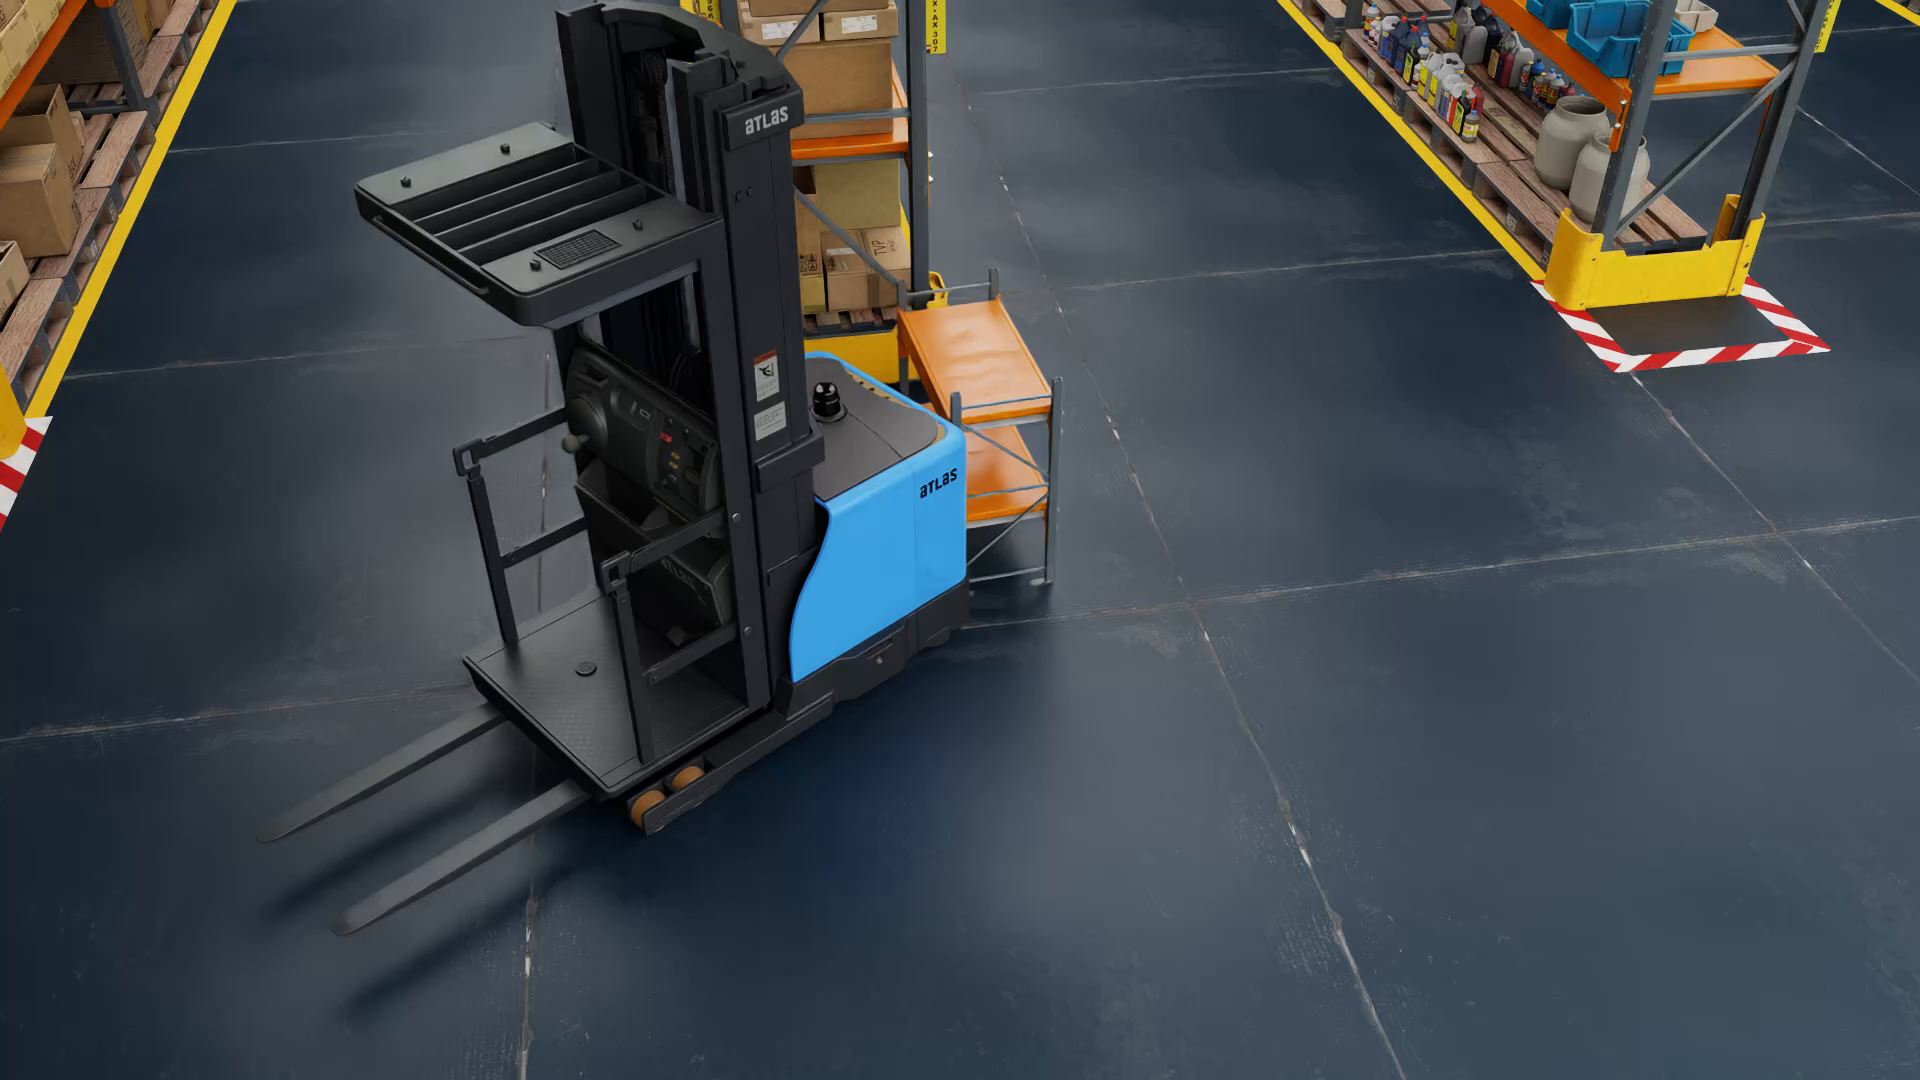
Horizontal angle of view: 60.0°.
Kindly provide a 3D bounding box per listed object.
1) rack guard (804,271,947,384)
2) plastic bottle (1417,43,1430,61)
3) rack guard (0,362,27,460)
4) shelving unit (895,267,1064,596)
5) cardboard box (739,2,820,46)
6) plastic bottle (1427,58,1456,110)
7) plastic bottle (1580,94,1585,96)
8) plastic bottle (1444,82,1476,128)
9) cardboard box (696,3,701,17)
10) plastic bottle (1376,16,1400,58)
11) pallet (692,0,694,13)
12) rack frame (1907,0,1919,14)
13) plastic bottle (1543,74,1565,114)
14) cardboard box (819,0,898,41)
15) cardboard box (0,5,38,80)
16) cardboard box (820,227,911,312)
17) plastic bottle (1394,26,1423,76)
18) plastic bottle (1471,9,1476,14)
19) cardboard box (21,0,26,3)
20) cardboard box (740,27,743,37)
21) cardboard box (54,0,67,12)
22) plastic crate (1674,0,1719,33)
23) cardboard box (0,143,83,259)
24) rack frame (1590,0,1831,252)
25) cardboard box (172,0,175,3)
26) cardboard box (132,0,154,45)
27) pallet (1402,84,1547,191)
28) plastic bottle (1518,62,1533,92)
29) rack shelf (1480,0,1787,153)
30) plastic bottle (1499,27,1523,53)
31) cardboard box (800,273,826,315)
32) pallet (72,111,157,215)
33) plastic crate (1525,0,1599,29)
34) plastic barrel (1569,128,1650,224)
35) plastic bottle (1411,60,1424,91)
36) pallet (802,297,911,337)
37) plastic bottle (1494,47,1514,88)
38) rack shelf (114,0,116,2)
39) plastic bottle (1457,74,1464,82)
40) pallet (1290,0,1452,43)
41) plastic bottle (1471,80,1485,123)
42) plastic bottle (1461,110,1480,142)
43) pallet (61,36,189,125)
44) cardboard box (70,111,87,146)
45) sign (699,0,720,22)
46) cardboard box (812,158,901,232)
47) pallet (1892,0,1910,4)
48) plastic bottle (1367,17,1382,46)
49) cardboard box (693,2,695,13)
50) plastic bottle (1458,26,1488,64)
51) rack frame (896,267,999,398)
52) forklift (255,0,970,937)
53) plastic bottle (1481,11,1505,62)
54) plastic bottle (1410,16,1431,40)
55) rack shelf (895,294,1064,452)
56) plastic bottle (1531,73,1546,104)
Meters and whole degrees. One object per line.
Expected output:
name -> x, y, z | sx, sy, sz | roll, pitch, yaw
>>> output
rack guard -> -0.665, -1.139, 9.209 | 1.175, 0.500, 0.348 | -6, 38, -8
plastic bottle -> 3.336, -3.453, 12.015 | 0.097, 0.271, 0.097 | 0, 38, 0
rack guard -> -5.559, -0.665, 8.598 | 1.175, 0.500, 0.348 | -6, 38, -8
shelving unit -> 0.073, -0.519, 7.901 | 0.538, 1.125, 1.048 | -9, 39, -12
cardboard box -> -0.924, -2.647, 8.502 | 0.380, 0.149, 0.250 | -7, 38, -9
plastic bottle -> 3.380, -3.200, 11.624 | 0.144, 0.351, 0.185 | -5, 38, -6
plastic bottle -> 4.197, -2.896, 11.299 | 0.097, 0.271, 0.097 | 0, 38, 0
plastic bottle -> 3.438, -2.987, 11.411 | 0.152, 0.276, 0.135 | -6, 38, -8
cardboard box -> -1.502, -3.318, 11.264 | 0.500, 0.500, 0.500 | -6, 38, -8
plastic bottle -> 3.215, -3.754, 12.398 | 0.152, 0.276, 0.135 | -5, 38, -6
pallet -> -1.755, -4.635, 13.944 | 1.003, 0.211, 1.213 | -6, 38, -8
rack frame -> 8.383, -5.620, 12.939 | 1.000, 3.000, 0.127 | -6, 38, -8
plastic bottle -> 4.137, -3.103, 11.565 | 0.097, 0.271, 0.097 | 0, 38, 0
cardboard box -> -0.526, -2.697, 8.566 | 0.380, 0.149, 0.250 | -6, 38, -8
cardboard box -> -5.593, -2.810, 9.427 | 0.500, 0.250, 0.500 | -6, 38, -8
cardboard box -> -0.544, -1.569, 9.623 | 0.500, 0.250, 0.500 | -6, 38, -8
plastic bottle -> 3.273, -3.569, 12.100 | 0.144, 0.351, 0.185 | -8, 39, -10
plastic bottle -> 3.916, -3.934, 12.624 | 0.061, 0.283, 0.133 | -4, 38, -6
cardboard box -> -5.688, -3.408, 9.587 | 0.500, 0.500, 0.500 | -7, 38, -9
cardboard box -> -0.916, -3.081, 9.589 | 0.700, 0.500, 0.500 | -6, 38, -8
cardboard box -> -5.786, -3.415, 10.207 | 0.500, 0.250, 0.500 | -6, 38, -8
plastic crate -> 4.368, -3.143, 9.965 | 0.298, 0.136, 0.250 | -6, 38, -8
cardboard box -> -5.757, -2.013, 9.975 | 0.700, 0.500, 0.500 | -9, 39, -11
rack frame -> 4.208, -2.672, 9.144 | 1.000, 3.000, 0.127 | -6, 38, -8
cardboard box -> -6.679, -4.575, 13.272 | 0.700, 0.500, 0.500 | -6, 38, -8
cardboard box -> -6.532, -3.958, 12.479 | 0.700, 0.500, 0.500 | -7, 38, -9
pallet -> 3.801, -2.838, 11.631 | 1.003, 0.211, 1.213 | -6, 38, -8
plastic bottle -> 4.066, -3.320, 11.901 | 0.097, 0.201, 0.097 | 0, 38, 0
rack shelf -> 3.858, -3.595, 10.919 | 1.077, 0.370, 4.000 | -6, 38, -8
plastic bottle -> 3.994, -3.546, 12.070 | 0.144, 0.351, 0.185 | -6, 38, -8
cardboard box -> -1.054, -1.513, 9.552 | 0.500, 0.250, 0.500 | -6, 38, -8
pallet -> -6.094, -2.519, 11.220 | 1.003, 0.211, 1.213 | -6, 38, -8
plastic crate -> 3.718, -3.276, 10.043 | 0.499, 0.251, 0.408 | -6, 38, -8
plastic barrel -> 4.018, -2.244, 10.279 | 0.421, 0.512, 0.421 | 0, 38, 0
plastic bottle -> 3.300, -3.337, 11.922 | 0.097, 0.201, 0.097 | 0, 38, 0
pallet -> -0.844, -1.497, 9.905 | 1.003, 0.211, 1.213 | -6, 38, -8
plastic bottle -> 3.914, -3.409, 11.949 | 0.061, 0.283, 0.133 | -6, 38, -8
rack shelf -> -6.597, -4.946, 12.658 | 1.077, 0.370, 4.000 | -6, 38, -8
plastic bottle -> 3.491, -3.180, 11.721 | 0.097, 0.201, 0.097 | 0, 38, 0
pallet -> 3.331, -4.457, 13.714 | 1.003, 0.211, 1.213 | -6, 38, -8
plastic bottle -> 3.542, -3.002, 11.424 | 0.061, 0.283, 0.133 | -6, 38, -8
plastic bottle -> 3.455, -2.802, 11.234 | 0.097, 0.201, 0.097 | 0, 38, 0
pallet -> -6.385, -3.391, 12.343 | 1.003, 0.211, 1.213 | -6, 38, -8
cardboard box -> -6.123, -2.757, 11.204 | 0.380, 0.166, 0.250 | -11, 39, -14
sign -> -1.206, -2.642, 7.969 | 0.100, 0.325, 0.005 | -6, 38, -8
cardboard box -> -0.634, -2.167, 9.782 | 0.500, 0.500, 0.500 | -6, 38, -8
pallet -> 8.245, -4.989, 14.400 | 1.003, 0.211, 1.213 | -6, 38, -8
plastic bottle -> 3.149, -3.855, 12.590 | 0.097, 0.201, 0.097 | 0, 38, 0
cardboard box -> -1.815, -4.162, 12.961 | 0.500, 0.250, 0.500 | -7, 38, -9
plastic bottle -> 3.796, -3.681, 12.304 | 0.152, 0.276, 0.135 | -6, 38, -8
rack frame -> -0.057, -0.820, 8.289 | 0.500, 1.125, 0.032 | -9, 39, -12
forklift -> -1.369, -0.352, 6.213 | 3.031, 2.935, 1.130 | -30, 47, -33
plastic bottle -> 3.937, -3.741, 12.321 | 0.144, 0.351, 0.185 | -8, 39, -10
plastic bottle -> 3.382, -3.699, 12.266 | 0.144, 0.351, 0.185 | -6, 38, -8
rack shelf -> 0.073, -0.750, 7.721 | 0.538, 0.278, 1.000 | -9, 39, -12
plastic bottle -> 4.102, -3.196, 11.741 | 0.097, 0.201, 0.097 | 0, 38, 0
